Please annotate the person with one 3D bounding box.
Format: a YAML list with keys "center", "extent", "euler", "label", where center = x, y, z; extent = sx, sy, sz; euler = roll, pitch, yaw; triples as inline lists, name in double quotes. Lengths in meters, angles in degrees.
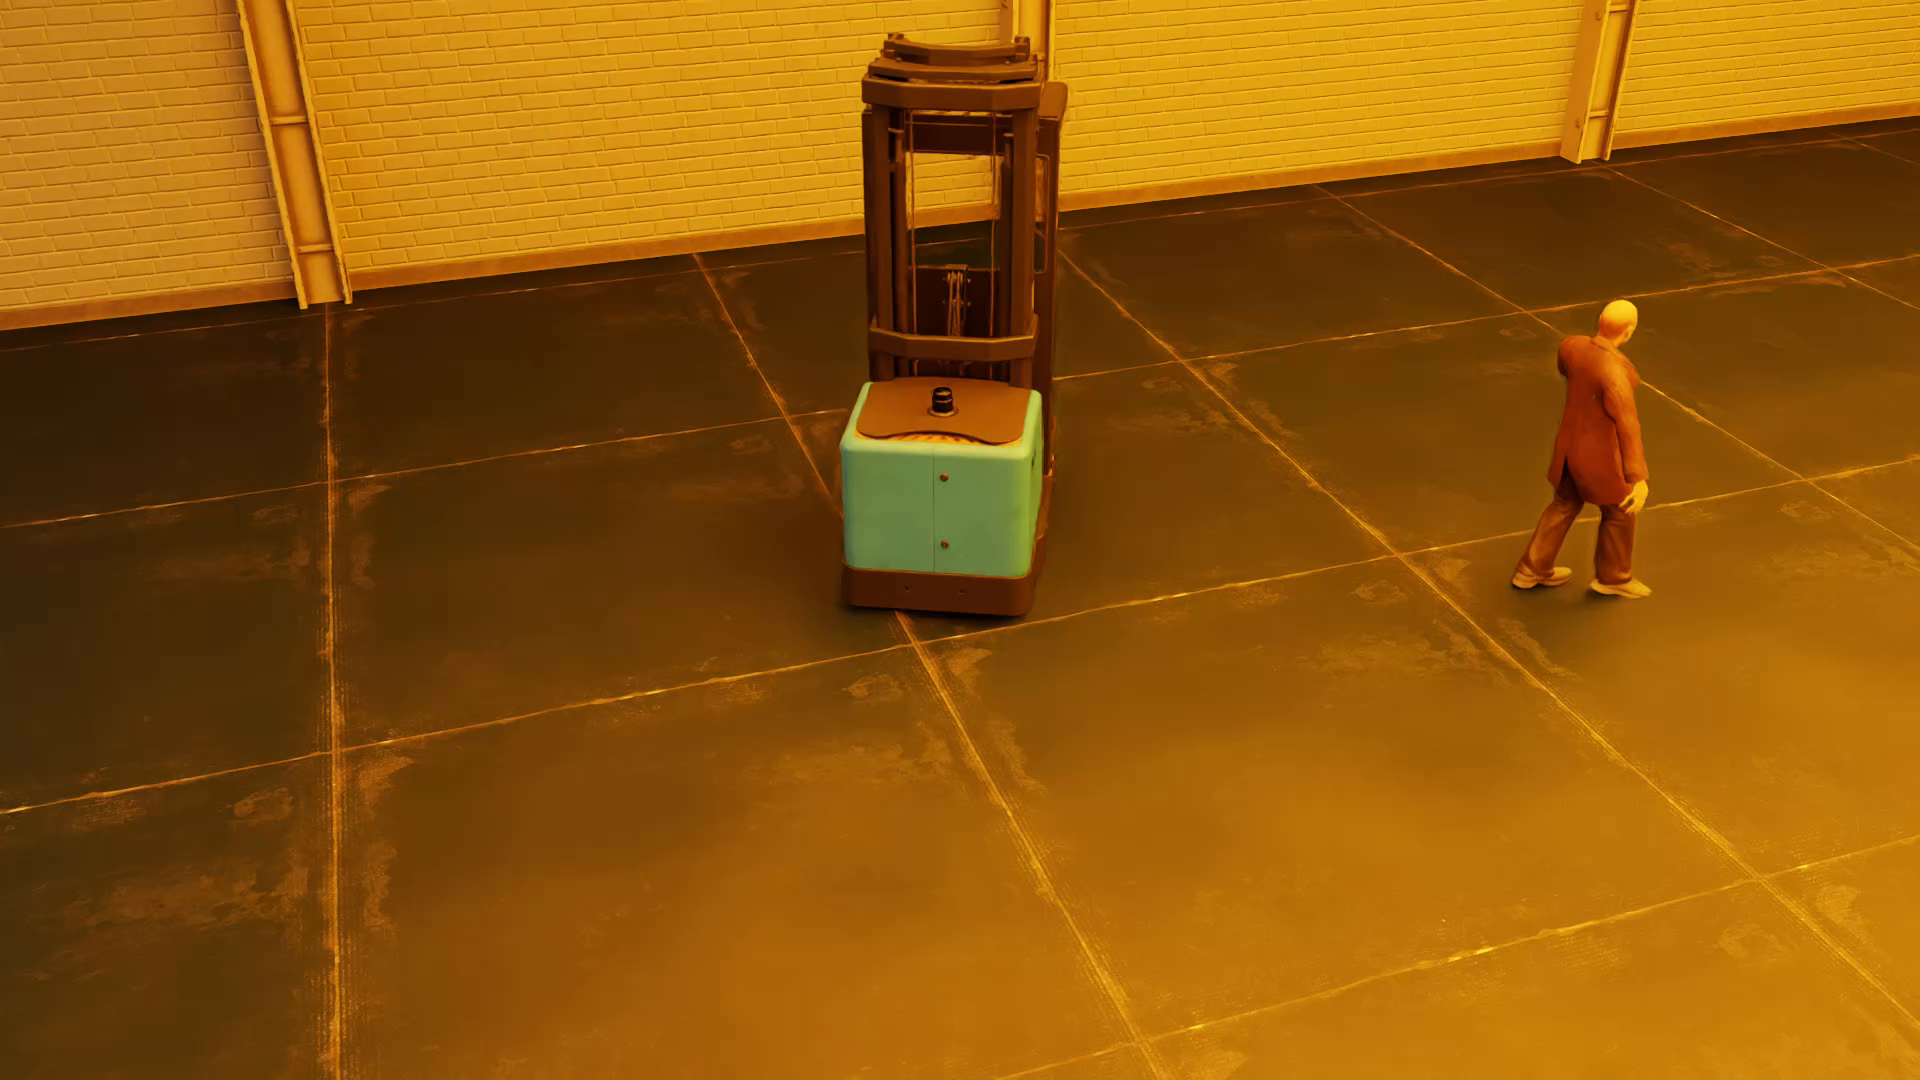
- center: [3.565, -0.469, 9.125]
  extent: [0.758, 1.781, 1.049]
  euler: [-7, 31, -12]
  label: "person"

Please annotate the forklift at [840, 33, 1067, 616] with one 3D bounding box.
- center: [0.033, -1.565, 9.808]
  extent: [1.130, 2.935, 3.031]
  euler: [3, 30, 6]
  label: "forklift"
